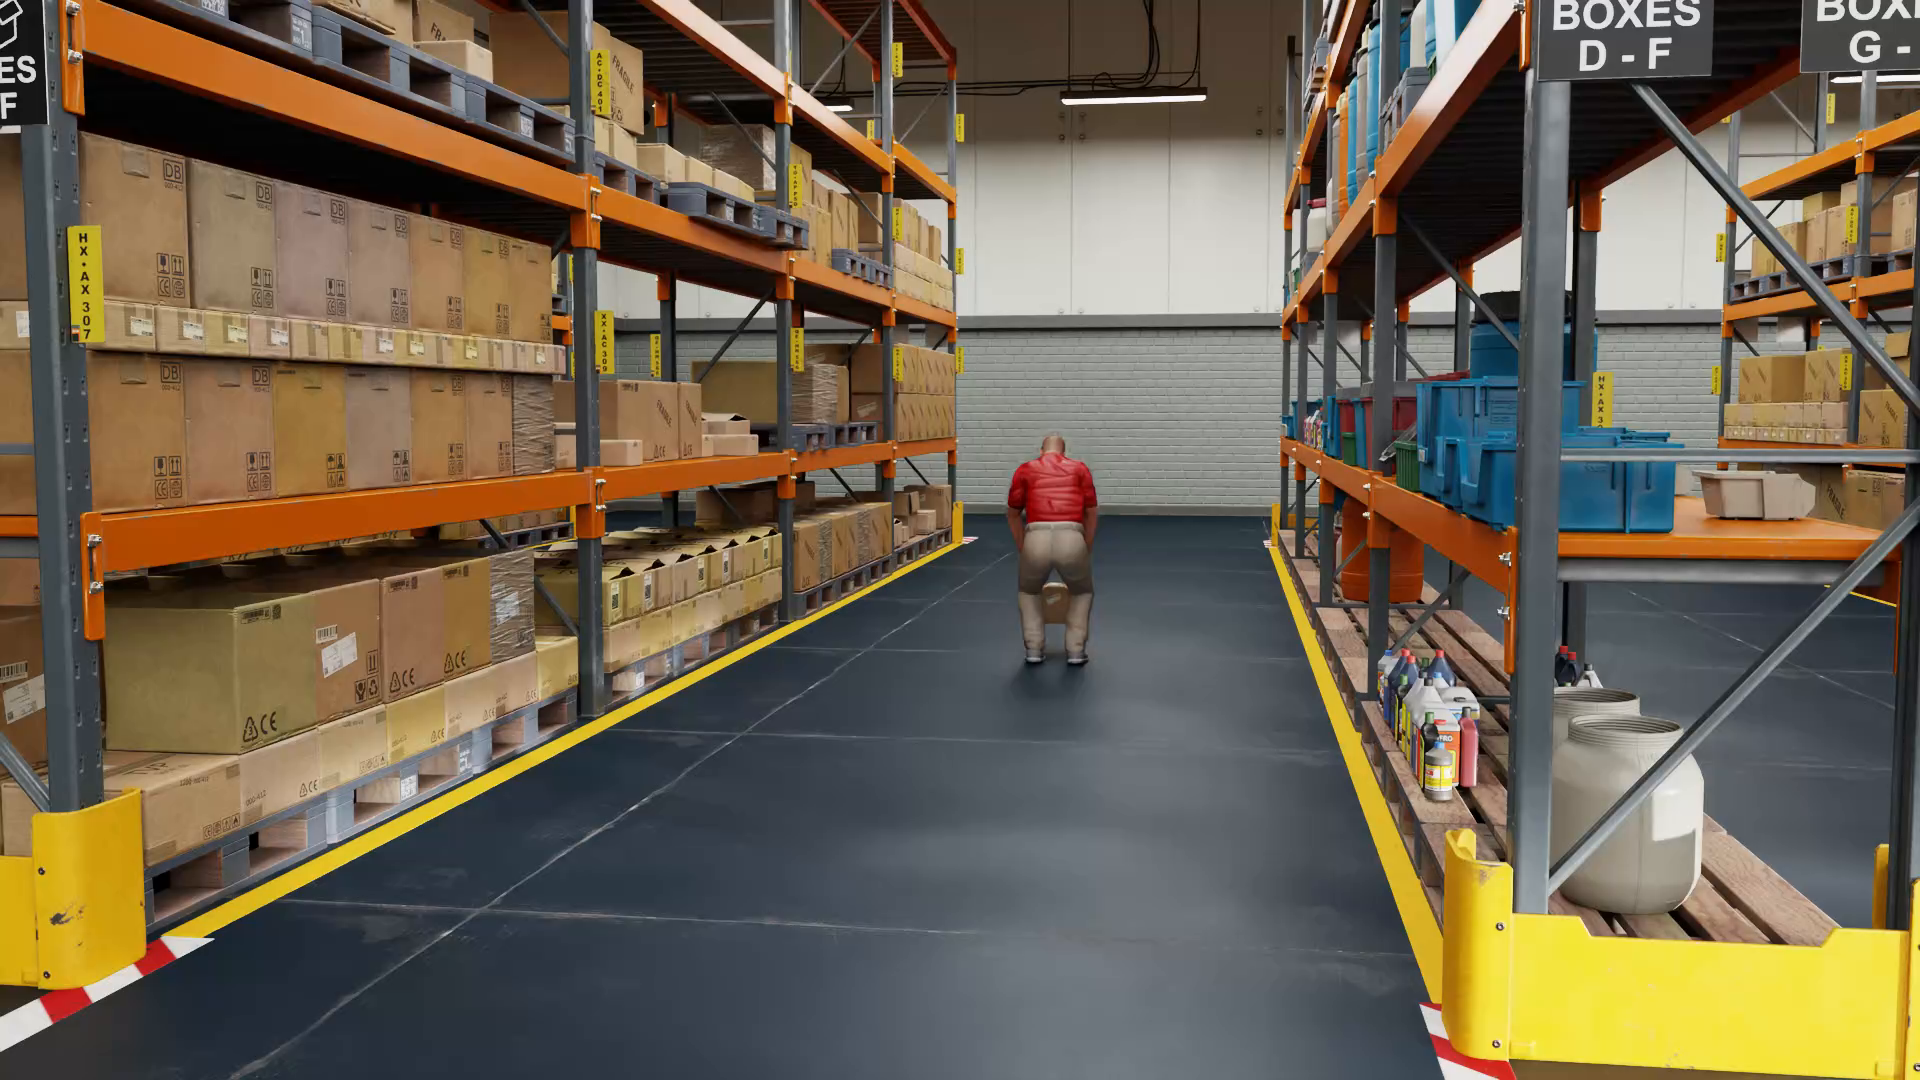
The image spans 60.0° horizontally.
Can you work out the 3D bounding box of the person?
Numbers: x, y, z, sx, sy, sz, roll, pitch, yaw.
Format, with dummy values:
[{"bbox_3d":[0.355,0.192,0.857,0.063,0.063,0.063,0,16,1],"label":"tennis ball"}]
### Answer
[{"bbox_3d":[0.586,0.059,10.743,0.589,1.467,0.666,1,4,9],"label":"person"}]
